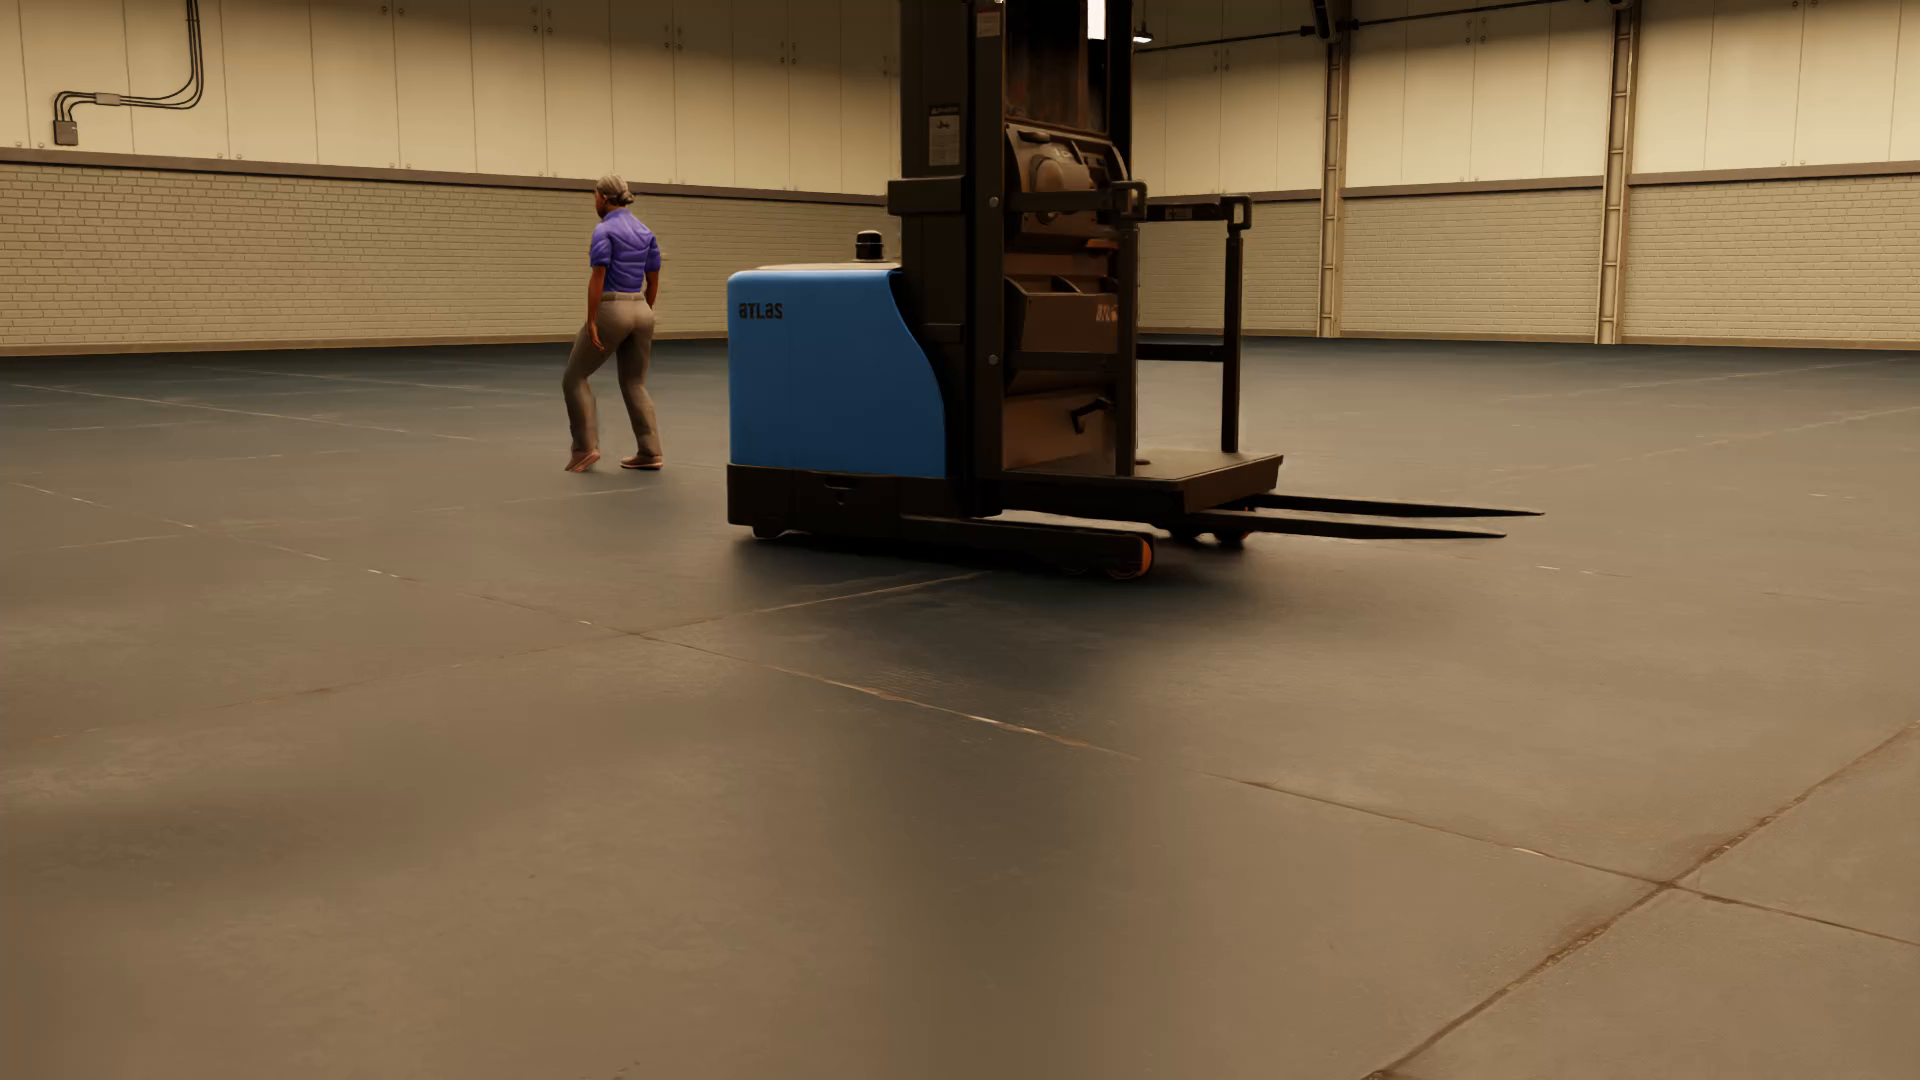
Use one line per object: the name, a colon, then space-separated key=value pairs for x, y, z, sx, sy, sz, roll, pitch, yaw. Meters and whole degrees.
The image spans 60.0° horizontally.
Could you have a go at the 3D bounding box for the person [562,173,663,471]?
person: x=-1.925 y=-1.179 z=9.291 sx=0.484 sy=1.705 sz=0.552 roll=6 pitch=10 yaw=33

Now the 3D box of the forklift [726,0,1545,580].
forklift: x=0.593 y=-1.399 z=6.164 sx=3.031 sy=2.935 sz=1.130 roll=5 pitch=10 yaw=30
